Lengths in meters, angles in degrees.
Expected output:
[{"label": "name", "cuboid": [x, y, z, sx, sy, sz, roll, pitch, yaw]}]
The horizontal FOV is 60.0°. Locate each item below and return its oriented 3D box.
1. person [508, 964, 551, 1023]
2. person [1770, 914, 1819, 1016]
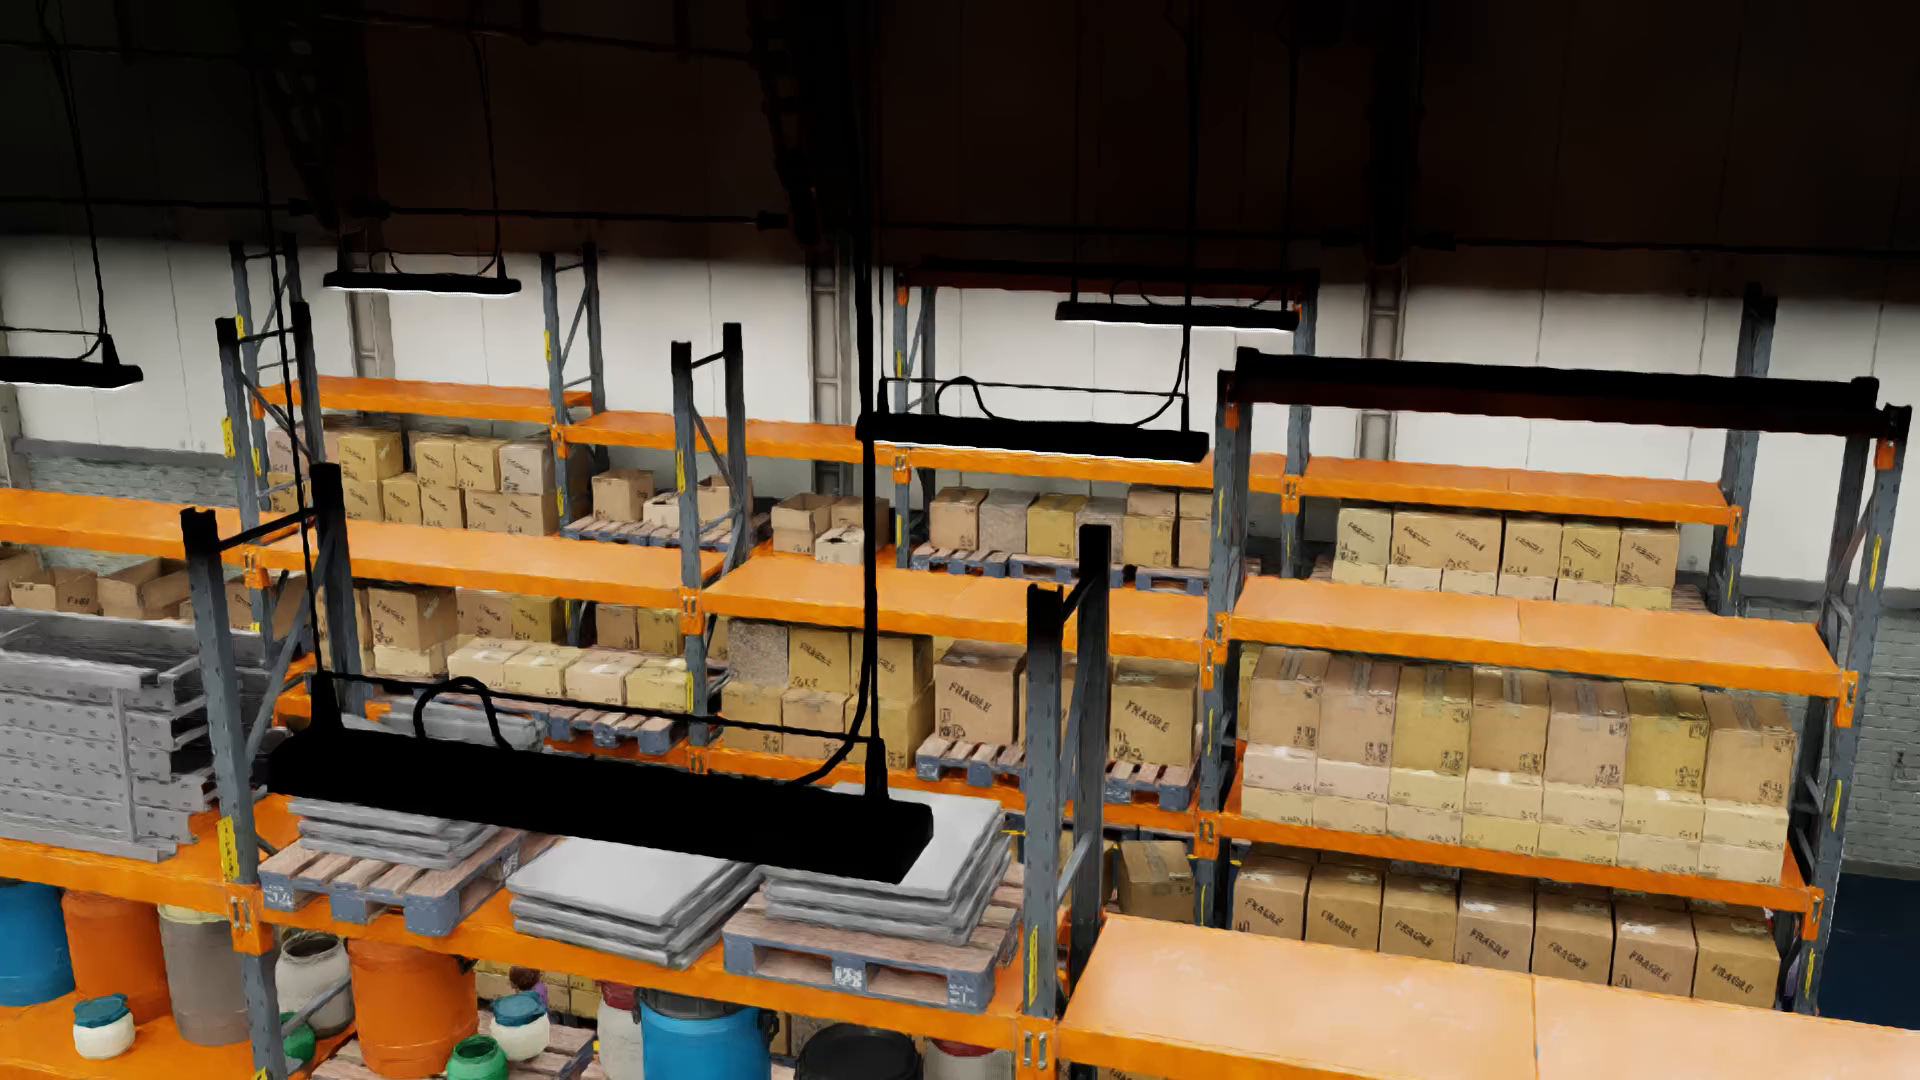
[{"label": "person", "cuboid": [-3.194, 3.869, 12.548, 0.955, 1.516, 0.412, 2, 16, 9]}, {"label": "person", "cuboid": [6.426, 3.653, 13.106, 0.644, 1.655, 0.445, 1, 16, 2]}]
